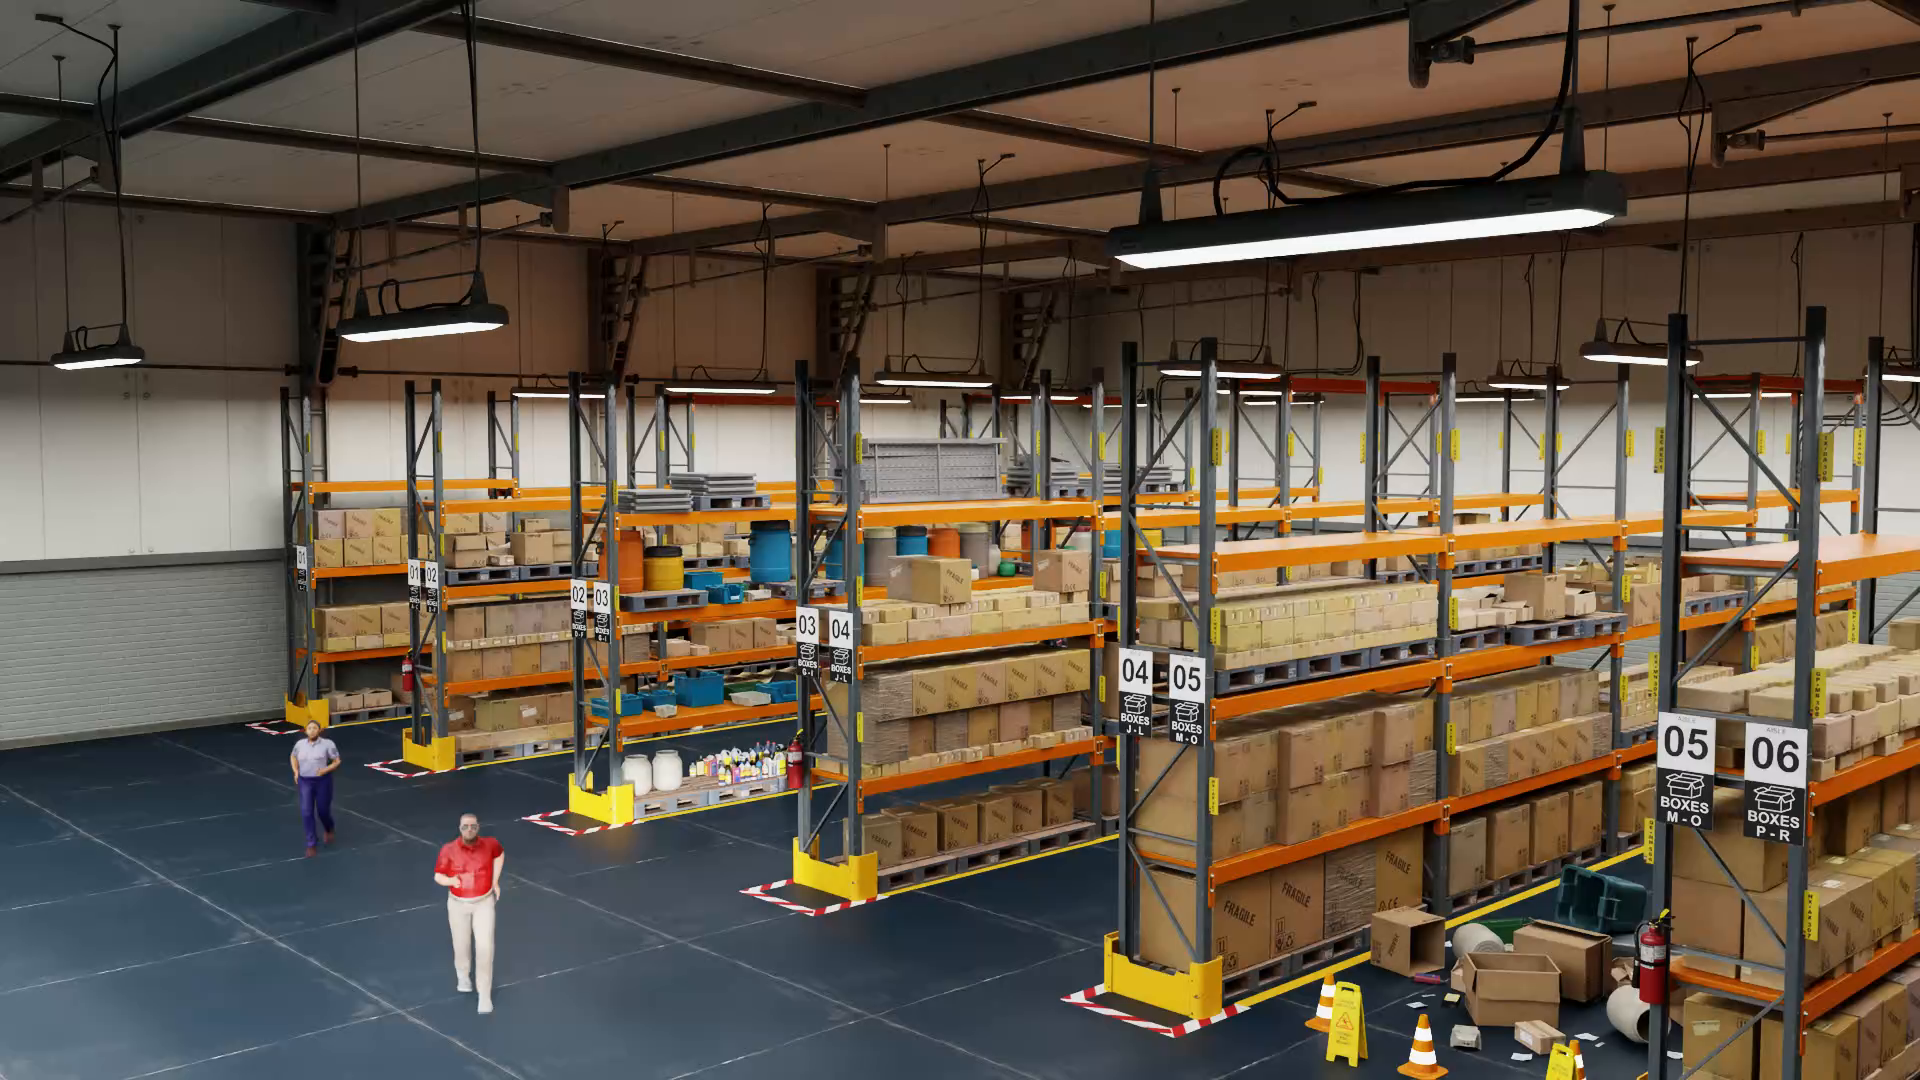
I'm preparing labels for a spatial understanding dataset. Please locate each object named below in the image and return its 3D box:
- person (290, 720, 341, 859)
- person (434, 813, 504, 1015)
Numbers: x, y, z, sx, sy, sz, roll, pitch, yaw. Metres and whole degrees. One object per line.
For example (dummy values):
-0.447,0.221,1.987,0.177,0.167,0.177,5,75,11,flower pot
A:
-7.966,3.038,20.545,0.609,1.656,0.754,-1,4,-12,person
-4.435,3.347,15.056,0.603,1.783,0.866,-1,4,-15,person
